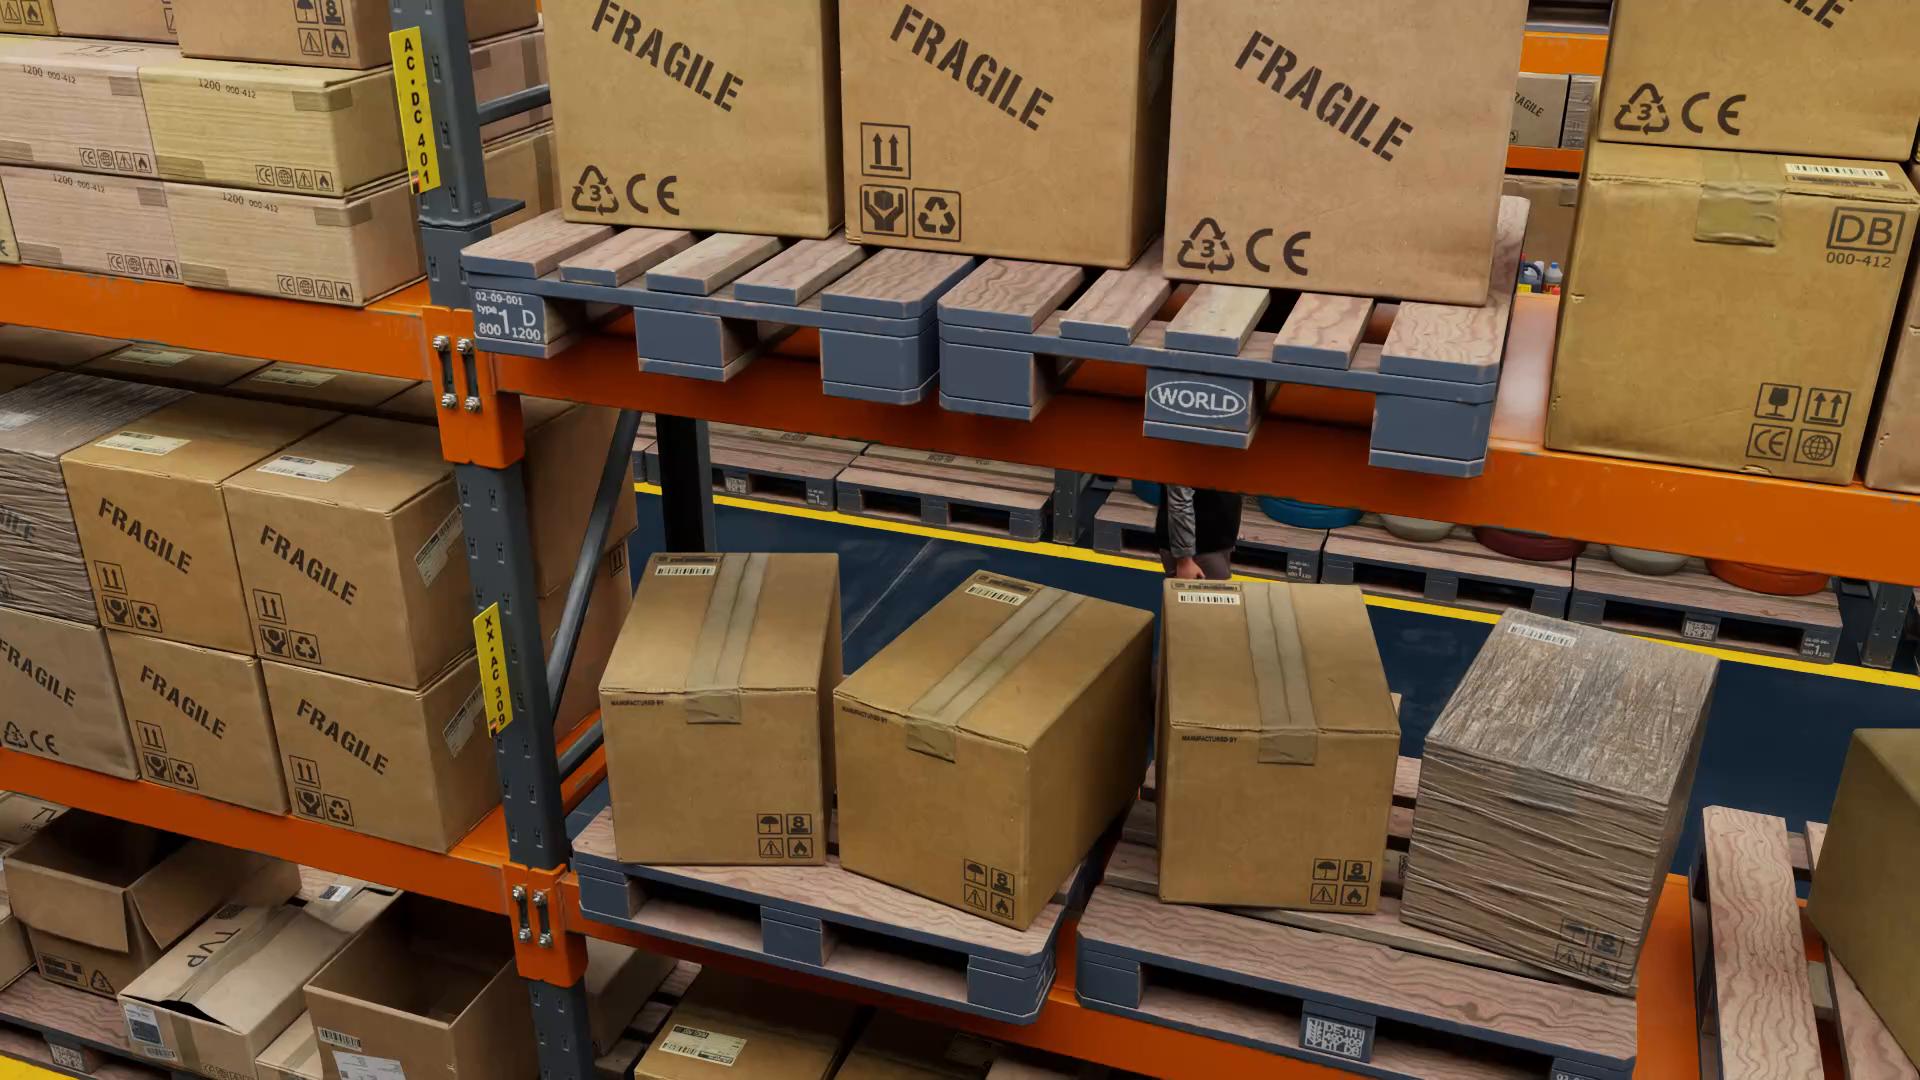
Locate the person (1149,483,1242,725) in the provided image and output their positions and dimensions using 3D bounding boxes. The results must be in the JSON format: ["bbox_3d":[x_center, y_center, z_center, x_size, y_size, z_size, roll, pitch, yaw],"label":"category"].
[{"bbox_3d":[1.066,0.022,7.034,0.508,1.720,0.577,6,26,13],"label":"person"}]
